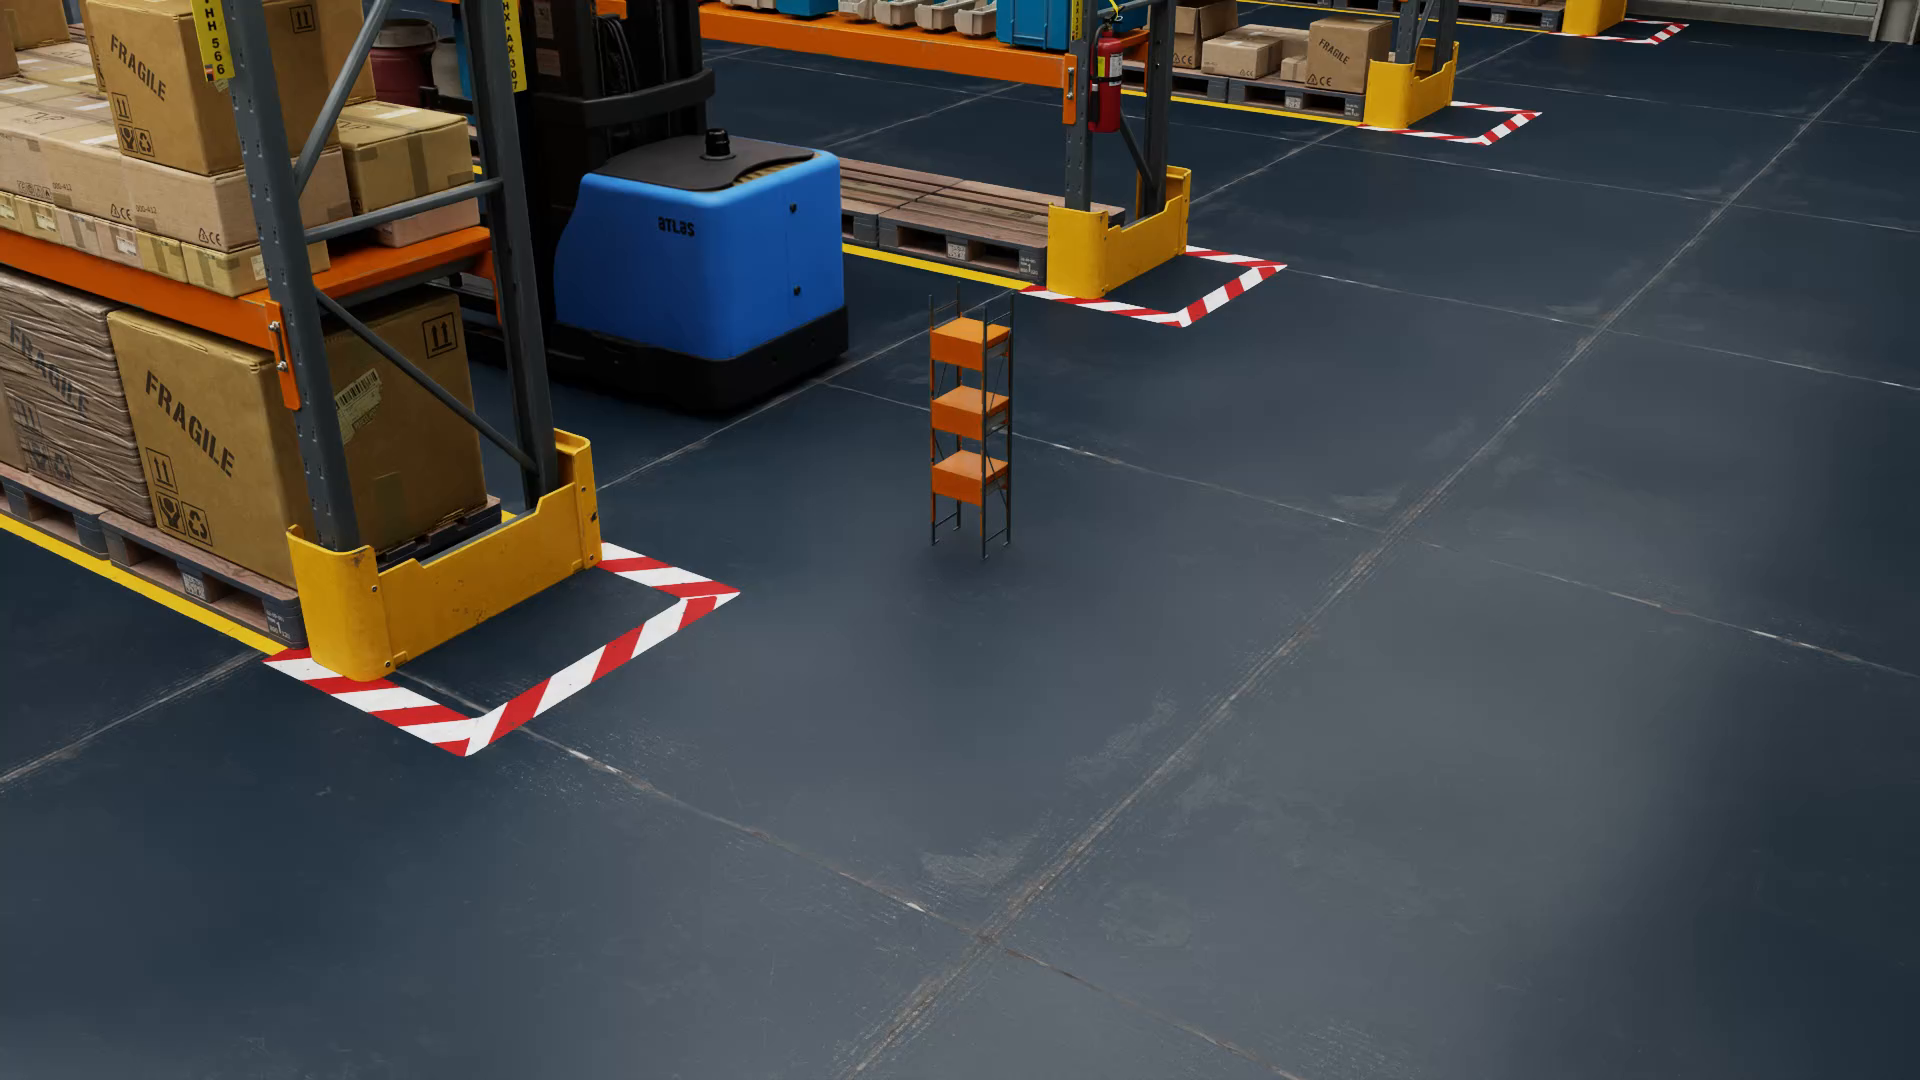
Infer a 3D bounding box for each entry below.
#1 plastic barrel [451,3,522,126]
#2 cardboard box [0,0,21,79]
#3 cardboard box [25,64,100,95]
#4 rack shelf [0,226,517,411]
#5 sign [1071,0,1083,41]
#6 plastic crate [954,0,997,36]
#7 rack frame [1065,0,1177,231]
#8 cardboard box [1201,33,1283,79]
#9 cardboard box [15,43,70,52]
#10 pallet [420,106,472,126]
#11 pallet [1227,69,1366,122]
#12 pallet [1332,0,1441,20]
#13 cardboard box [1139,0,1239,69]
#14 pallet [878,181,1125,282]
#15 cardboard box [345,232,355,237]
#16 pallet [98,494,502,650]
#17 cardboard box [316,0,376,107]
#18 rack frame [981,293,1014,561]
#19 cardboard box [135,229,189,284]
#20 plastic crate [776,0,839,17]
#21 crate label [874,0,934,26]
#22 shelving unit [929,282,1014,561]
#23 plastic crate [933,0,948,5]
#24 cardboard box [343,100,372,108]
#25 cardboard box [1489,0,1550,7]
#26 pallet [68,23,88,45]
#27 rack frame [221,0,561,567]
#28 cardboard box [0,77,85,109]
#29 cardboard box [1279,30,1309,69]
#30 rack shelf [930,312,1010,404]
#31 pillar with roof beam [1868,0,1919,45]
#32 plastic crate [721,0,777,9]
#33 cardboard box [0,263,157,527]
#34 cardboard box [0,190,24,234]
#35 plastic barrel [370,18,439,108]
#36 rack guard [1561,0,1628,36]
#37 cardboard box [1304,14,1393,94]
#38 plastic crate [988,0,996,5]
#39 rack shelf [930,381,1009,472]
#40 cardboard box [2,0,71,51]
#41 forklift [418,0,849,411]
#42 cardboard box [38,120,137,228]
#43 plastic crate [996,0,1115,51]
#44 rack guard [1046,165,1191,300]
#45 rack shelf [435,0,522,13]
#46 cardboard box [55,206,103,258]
[{"bbox_3d":[-3.401,-3.558,12.285,0.708,0.901,0.600,17,32,30],"label":"plastic barrel"},{"bbox_3d":[-4.100,-2.047,6.475,0.500,0.500,0.500,16,31,29],"label":"cardboard box"},{"bbox_3d":[-3.406,-1.783,6.783,0.500,0.250,0.500,17,31,29],"label":"cardboard box"},{"bbox_3d":[-3.534,-1.292,6.776,4.000,0.370,1.077,17,32,30],"label":"rack shelf"},{"bbox_3d":[0.620,-2.814,8.793,0.005,0.325,0.100,17,32,30],"label":"sign"},{"bbox_3d":[0.144,-3.002,9.567,0.243,0.136,0.396,17,32,30],"label":"plastic crate"},{"bbox_3d":[0.919,-2.951,9.242,0.127,3.000,1.000,17,32,30],"label":"rack frame"},{"bbox_3d":[2.372,-4.075,13.998,0.500,0.250,0.500,17,32,30],"label":"cardboard box"},{"bbox_3d":[-4.242,-2.045,7.299,0.500,0.250,0.500,18,32,32],"label":"cardboard box"},{"bbox_3d":[-4.001,-3.262,12.928,1.213,0.211,1.003,17,32,30],"label":"pallet"},{"bbox_3d":[3.006,-3.783,13.951,1.213,0.211,1.003,17,32,30],"label":"pallet"},{"bbox_3d":[4.823,-5.902,18.115,1.213,0.211,1.003,17,32,30],"label":"pallet"},{"bbox_3d":[1.980,-4.432,14.419,0.637,0.503,0.797,17,32,30],"label":"cardboard box"},{"bbox_3d":[0.261,-1.935,10.319,1.213,0.211,1.003,17,32,30],"label":"pallet"},{"bbox_3d":[-2.204,-1.267,6.210,0.250,0.149,0.380,17,31,30],"label":"cardboard box"},{"bbox_3d":[-2.589,-0.033,6.582,1.213,0.211,1.003,17,32,30],"label":"pallet"},{"bbox_3d":[-2.541,-1.852,6.093,0.500,0.500,0.500,16,31,29],"label":"cardboard box"},{"bbox_3d":[0.145,-0.423,6.423,0.008,1.050,0.200,17,32,30],"label":"rack frame"},{"bbox_3d":[-2.581,-1.022,5.728,0.250,0.149,0.380,18,32,31],"label":"cardboard box"},{"bbox_3d":[-0.919,-3.335,10.114,0.300,0.233,0.416,17,32,30],"label":"plastic crate"},{"bbox_3d":[-0.330,-3.144,9.846,0.243,0.136,0.396,17,32,30],"label":"crate label"},{"bbox_3d":[0.044,-0.454,6.485,0.252,1.050,0.215,17,32,30],"label":"shelving unit"},{"bbox_3d":[-0.184,-3.428,10.297,0.300,0.233,0.416,17,32,30],"label":"plastic crate"},{"bbox_3d":[-2.561,-1.520,6.268,0.500,0.250,0.500,17,31,30],"label":"cardboard box"},{"bbox_3d":[5.894,-5.871,17.271,0.500,0.500,0.700,17,32,30],"label":"cardboard box"},{"bbox_3d":[-8.304,-4.603,15.562,1.213,0.211,1.003,17,32,30],"label":"pallet"},{"bbox_3d":[-1.886,-1.100,5.603,0.127,3.000,1.000,17,32,30],"label":"rack frame"},{"bbox_3d":[-3.705,-1.584,6.392,0.500,0.250,0.500,17,32,30],"label":"cardboard box"},{"bbox_3d":[3.026,-4.147,14.138,0.500,0.250,0.500,17,32,30],"label":"cardboard box"},{"bbox_3d":[0.044,-0.698,6.361,0.240,0.259,0.215,17,32,30],"label":"rack shelf"},{"bbox_3d":[6.806,-7.349,11.270,0.400,9.000,9.100,17,32,30],"label":"pillar with roof beam"},{"bbox_3d":[-1.224,-3.491,10.368,0.530,0.282,0.437,17,32,30],"label":"plastic crate"},{"bbox_3d":[-3.209,-0.708,6.713,0.875,0.875,0.875,17,32,30],"label":"cardboard box"},{"bbox_3d":[-3.422,-1.284,6.243,0.250,0.149,0.380,17,32,30],"label":"cardboard box"},{"bbox_3d":[-4.332,-3.709,12.926,0.708,0.588,0.600,17,32,30],"label":"plastic barrel"},{"bbox_3d":[6.547,-5.535,17.075,0.348,0.500,1.175,17,32,30],"label":"rack guard"},{"bbox_3d":[3.138,-3.932,13.439,0.500,0.500,0.500,17,32,30],"label":"cardboard box"},{"bbox_3d":[0.359,-3.259,9.965,0.300,0.233,0.416,17,32,30],"label":"plastic crate"},{"bbox_3d":[0.044,-0.445,6.490,0.240,0.259,0.215,17,32,30],"label":"rack shelf"},{"bbox_3d":[-4.242,-2.378,7.127,0.500,0.500,0.500,18,32,31],"label":"cardboard box"},{"bbox_3d":[-2.087,-2.409,8.252,3.031,2.935,1.130,16,31,29],"label":"forklift"},{"bbox_3d":[-2.853,-1.321,5.876,0.500,0.250,0.500,17,31,29],"label":"cardboard box"},{"bbox_3d":[0.537,-3.010,9.252,0.499,0.435,0.616,17,32,30],"label":"plastic crate"},{"bbox_3d":[0.946,-1.836,9.806,0.348,0.500,1.175,17,32,30],"label":"rack guard"},{"bbox_3d":[-4.027,-4.171,12.433,4.000,0.370,1.077,17,32,30],"label":"rack shelf"},{"bbox_3d":[-2.993,-1.152,5.983,0.250,0.149,0.380,18,32,31],"label":"cardboard box"}]
